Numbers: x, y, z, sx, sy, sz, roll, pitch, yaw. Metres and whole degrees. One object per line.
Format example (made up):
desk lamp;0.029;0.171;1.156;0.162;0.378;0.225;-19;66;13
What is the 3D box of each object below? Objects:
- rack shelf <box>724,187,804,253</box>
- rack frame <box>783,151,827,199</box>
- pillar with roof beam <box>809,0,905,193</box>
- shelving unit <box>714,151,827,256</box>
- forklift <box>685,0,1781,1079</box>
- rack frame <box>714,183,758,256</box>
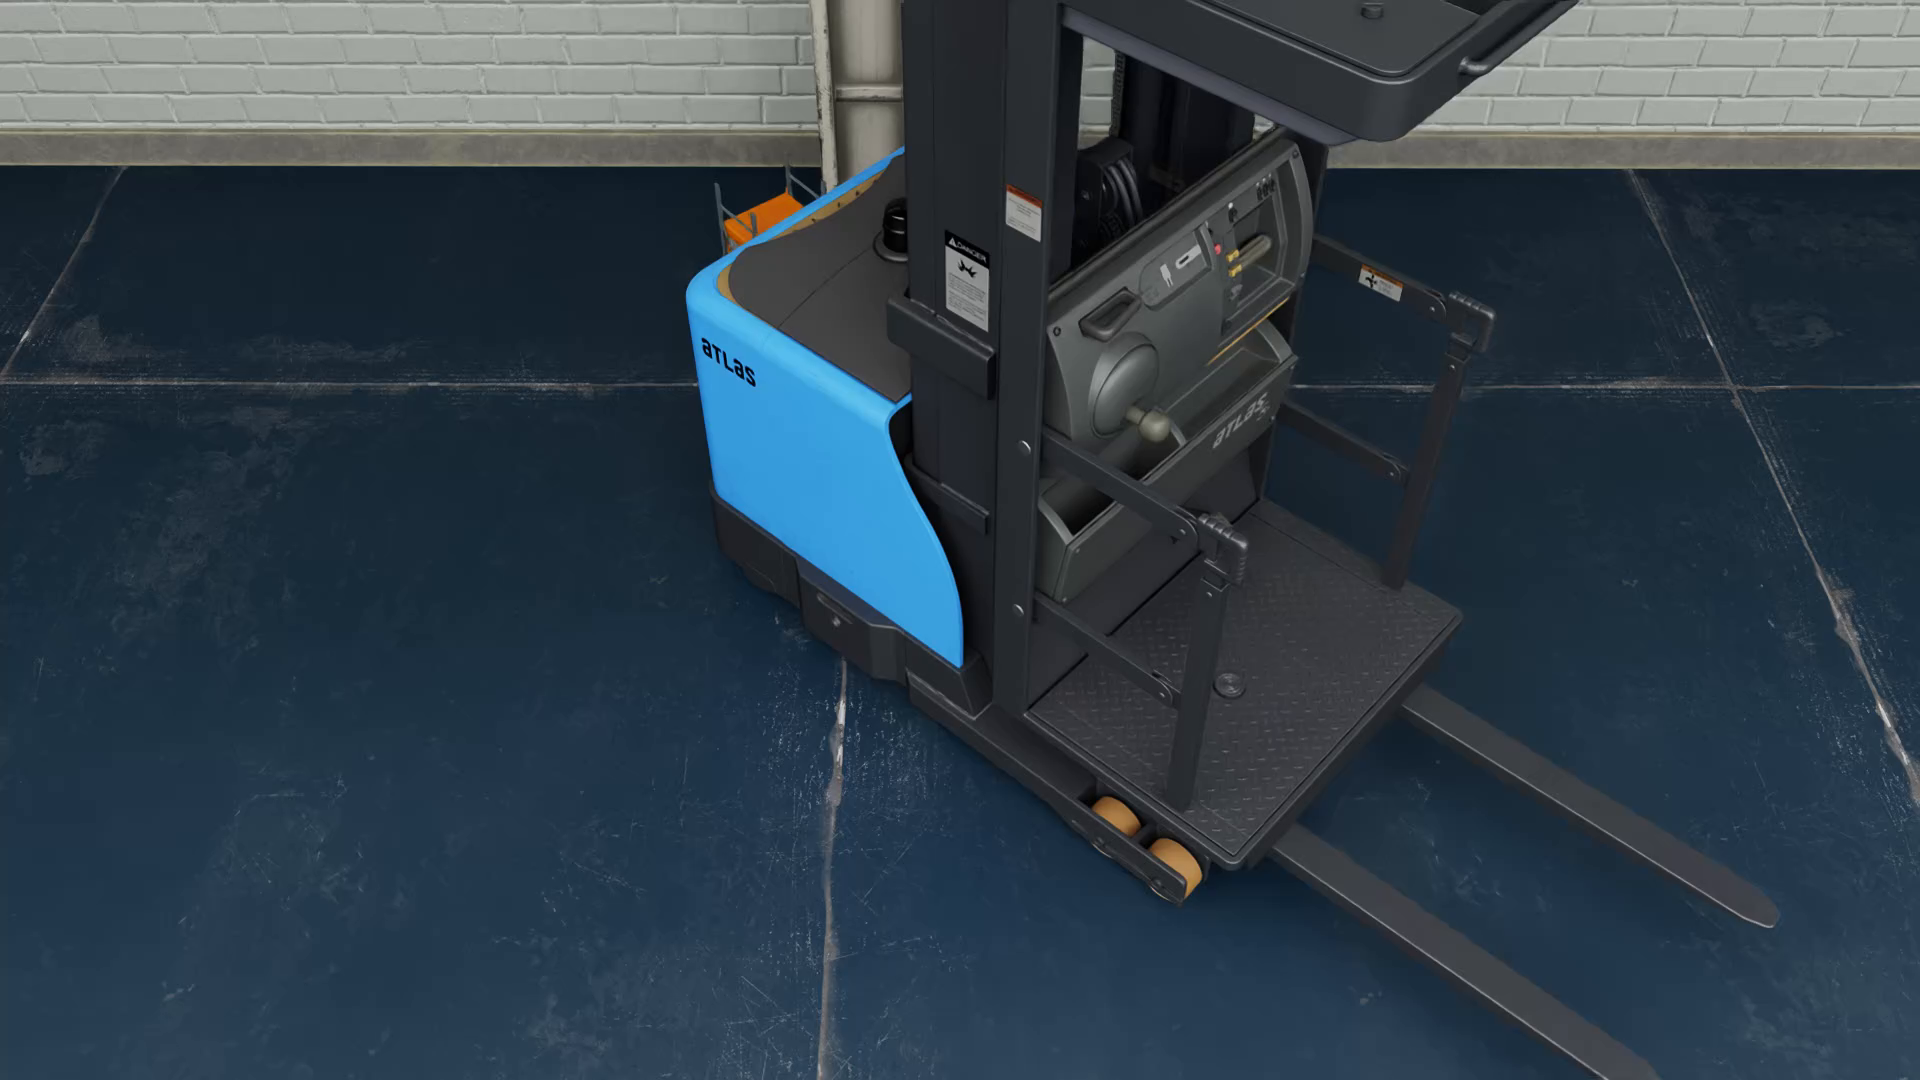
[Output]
rack shelf;-0.545;-0.853;4.954;0.240;0.259;0.215;-31;54;-26
rack frame;-0.451;-0.724;5.207;0.008;1.050;0.200;-31;54;-26
pillar with roof beam;-0.344;-1.317;0.328;0.400;9.000;9.100;0;47;0
shelving unit;-0.545;-0.667;5.154;0.252;1.050;0.215;-31;54;-26
forklift;0.677;-0.492;3.706;3.031;2.935;1.130;34;55;27
rack frame;-0.639;-0.610;5.101;0.008;1.050;0.200;-31;54;-26
